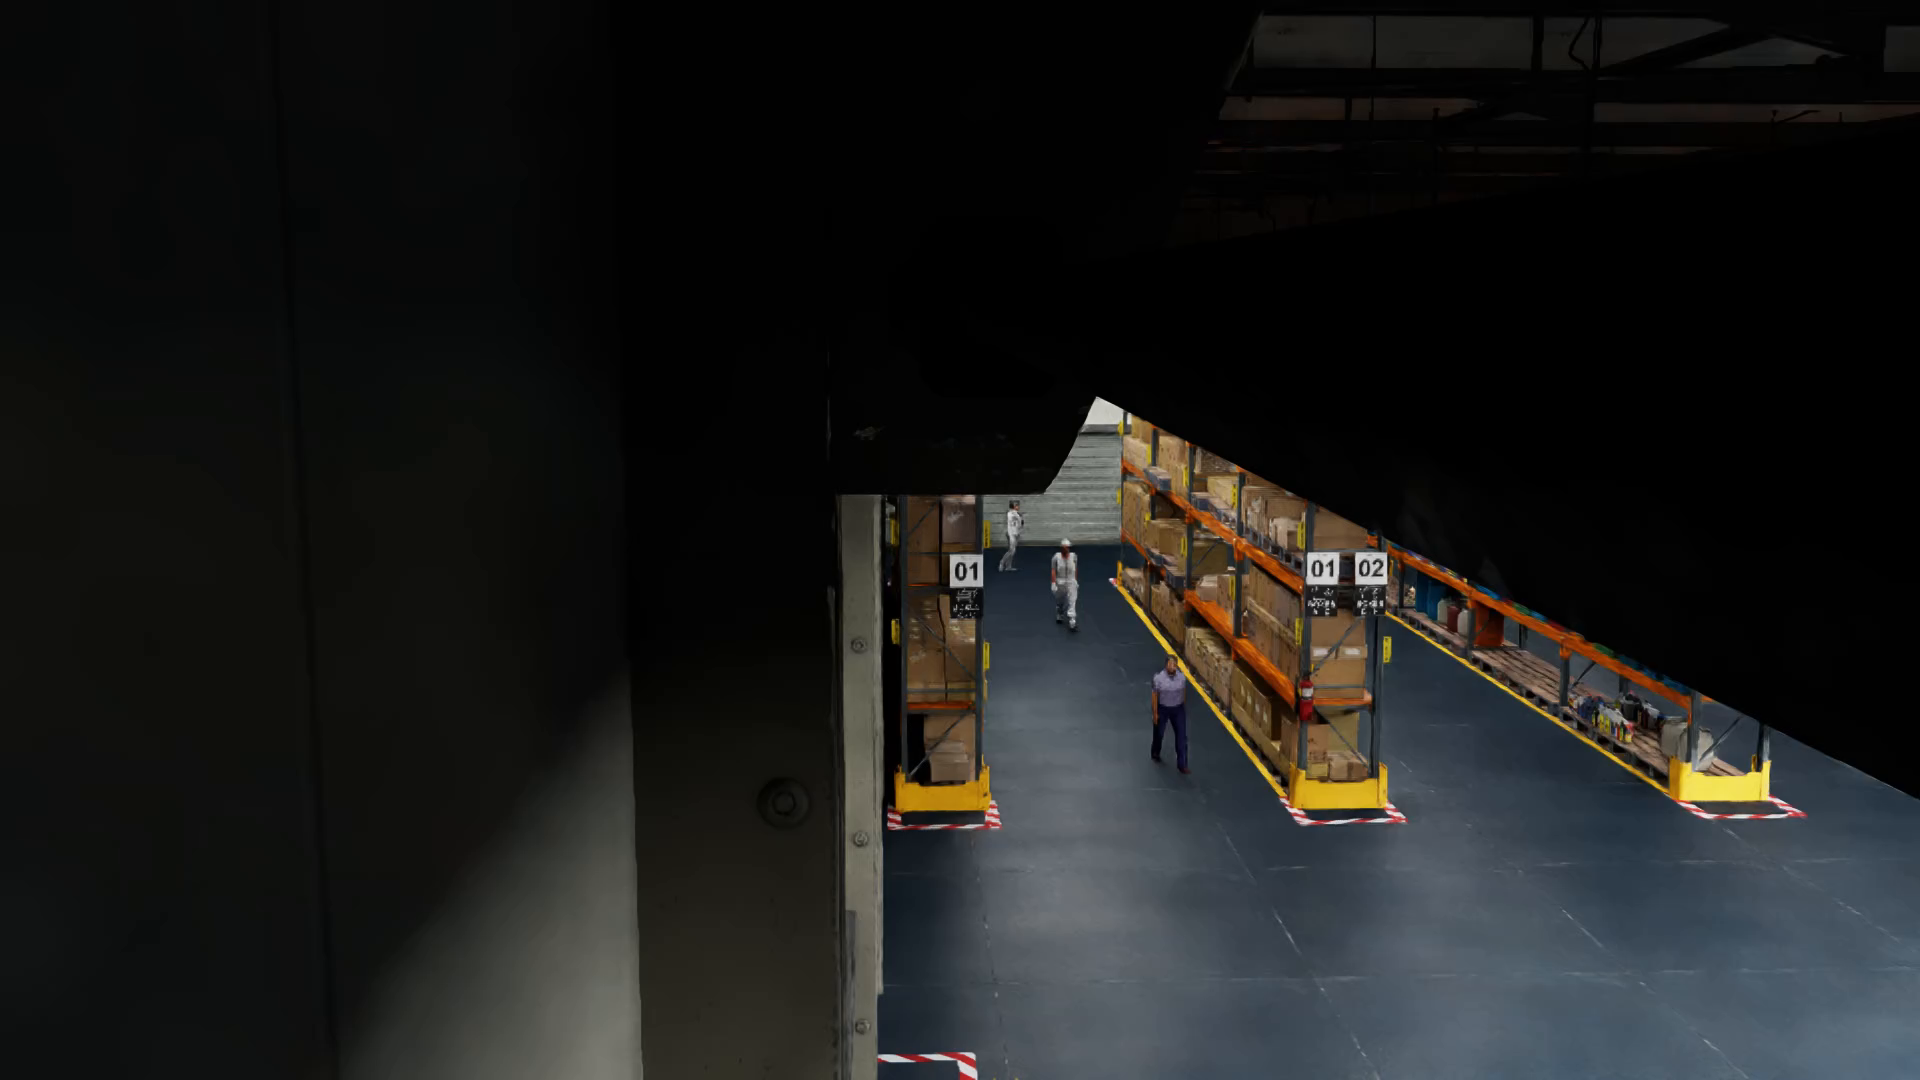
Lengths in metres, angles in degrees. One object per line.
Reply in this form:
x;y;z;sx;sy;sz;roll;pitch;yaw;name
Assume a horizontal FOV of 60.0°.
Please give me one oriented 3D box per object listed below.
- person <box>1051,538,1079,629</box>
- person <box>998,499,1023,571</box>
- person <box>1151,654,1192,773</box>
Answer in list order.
2.001;0.808;31.678;0.553;1.709;1.123;0;8;-1;person
1.148;-0.108;38.068;0.454;1.659;0.642;4;10;28;person
2.790;2.283;22.241;0.482;1.551;1.090;-1;8;-4;person
